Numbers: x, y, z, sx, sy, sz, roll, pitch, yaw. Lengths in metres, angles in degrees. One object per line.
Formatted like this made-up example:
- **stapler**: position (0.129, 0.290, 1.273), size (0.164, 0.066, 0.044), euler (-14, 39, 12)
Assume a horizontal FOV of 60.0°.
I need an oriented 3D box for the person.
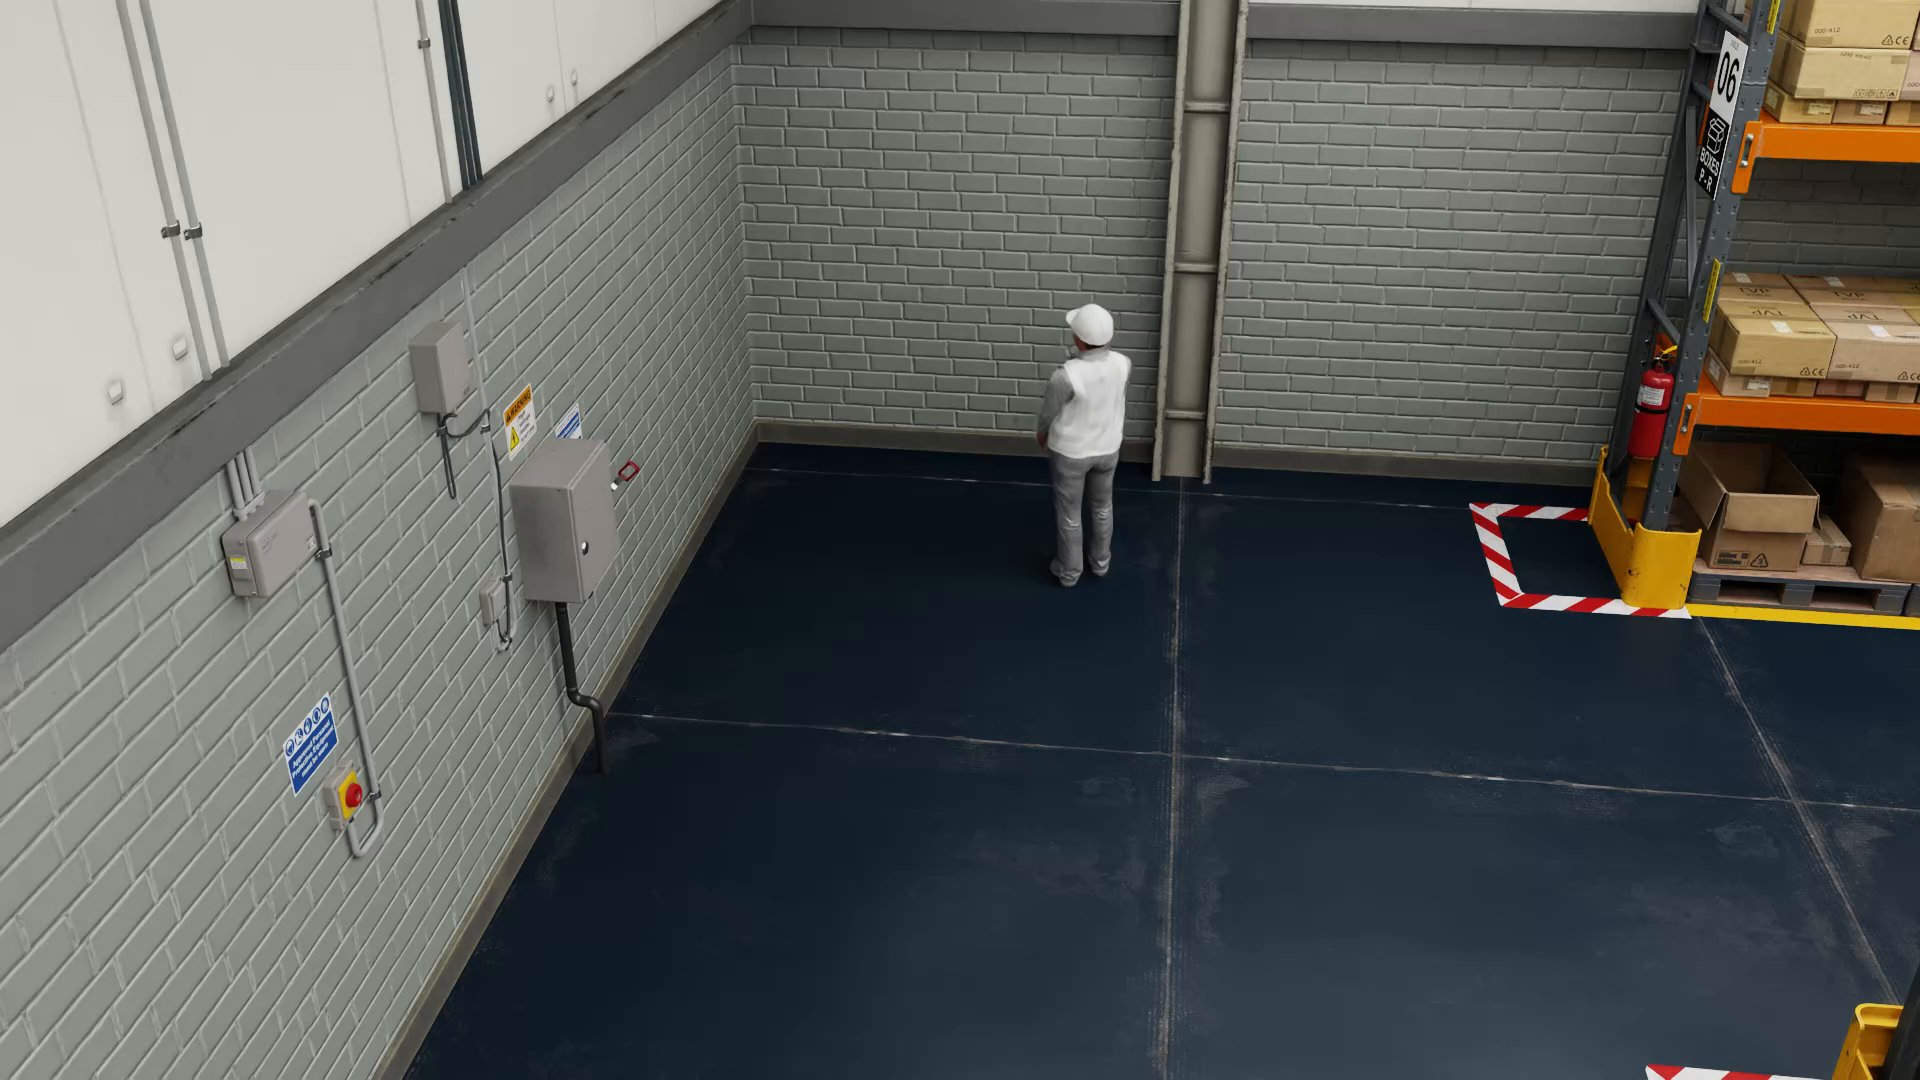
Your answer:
- **person**: position (0.705, -0.566, 9.638), size (0.566, 1.780, 0.504), euler (-13, 31, -23)
